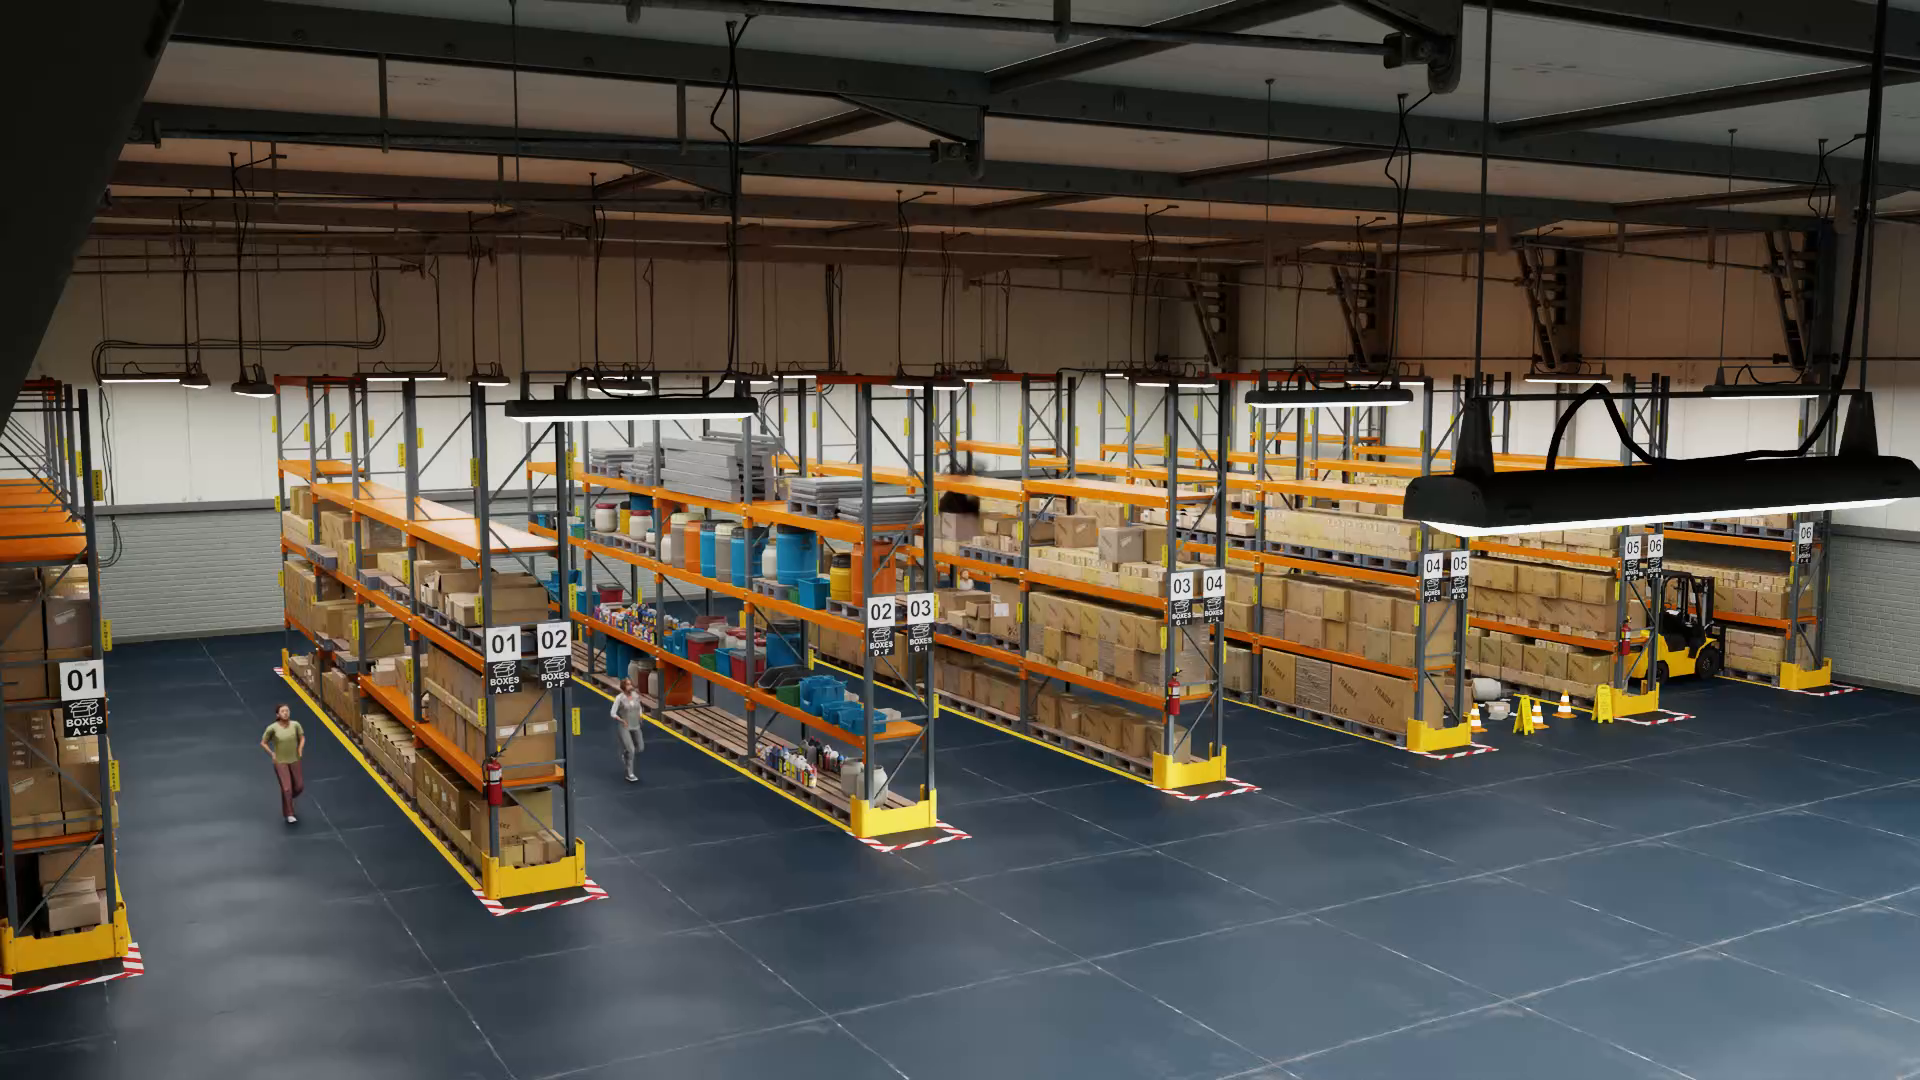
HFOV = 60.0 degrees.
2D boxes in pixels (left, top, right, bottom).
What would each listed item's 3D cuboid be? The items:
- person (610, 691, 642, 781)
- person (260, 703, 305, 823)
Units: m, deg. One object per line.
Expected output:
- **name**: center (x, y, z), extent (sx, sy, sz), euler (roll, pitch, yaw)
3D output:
- **person**: center (-5.008, 2.939, 25.009), extent (0.533, 1.328, 0.492), euler (-5, 8, -40)
- **person**: center (-9.256, 3.032, 22.793), extent (0.580, 1.620, 0.625), euler (-5, 8, -37)
